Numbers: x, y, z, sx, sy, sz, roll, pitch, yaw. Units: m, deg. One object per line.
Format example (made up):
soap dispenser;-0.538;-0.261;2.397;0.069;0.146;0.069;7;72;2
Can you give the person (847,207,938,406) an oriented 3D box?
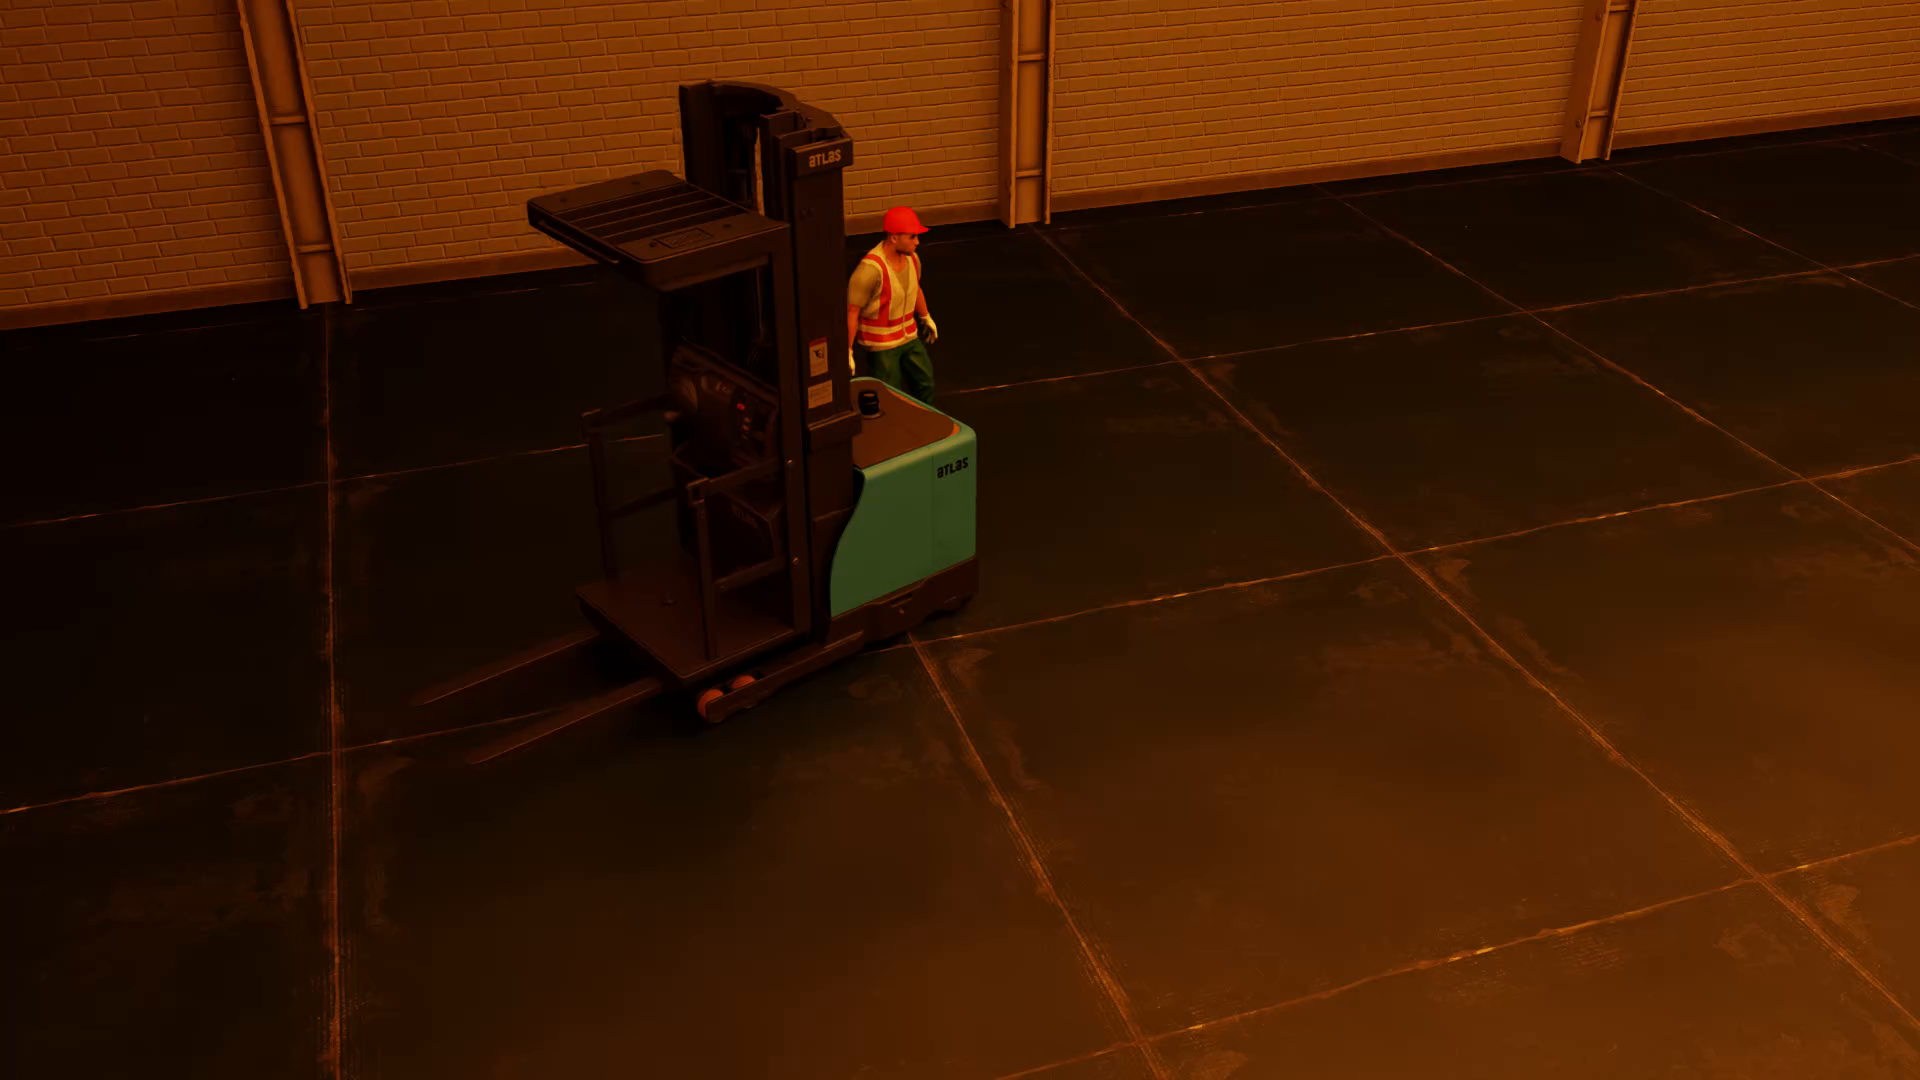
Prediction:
person;-0.389;-1.235;10.339;0.430;1.749;0.849;21;36;31

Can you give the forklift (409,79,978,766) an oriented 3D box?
forklift;-1.349;-0.641;8.202;3.031;2.935;1.130;-23;37;-34
